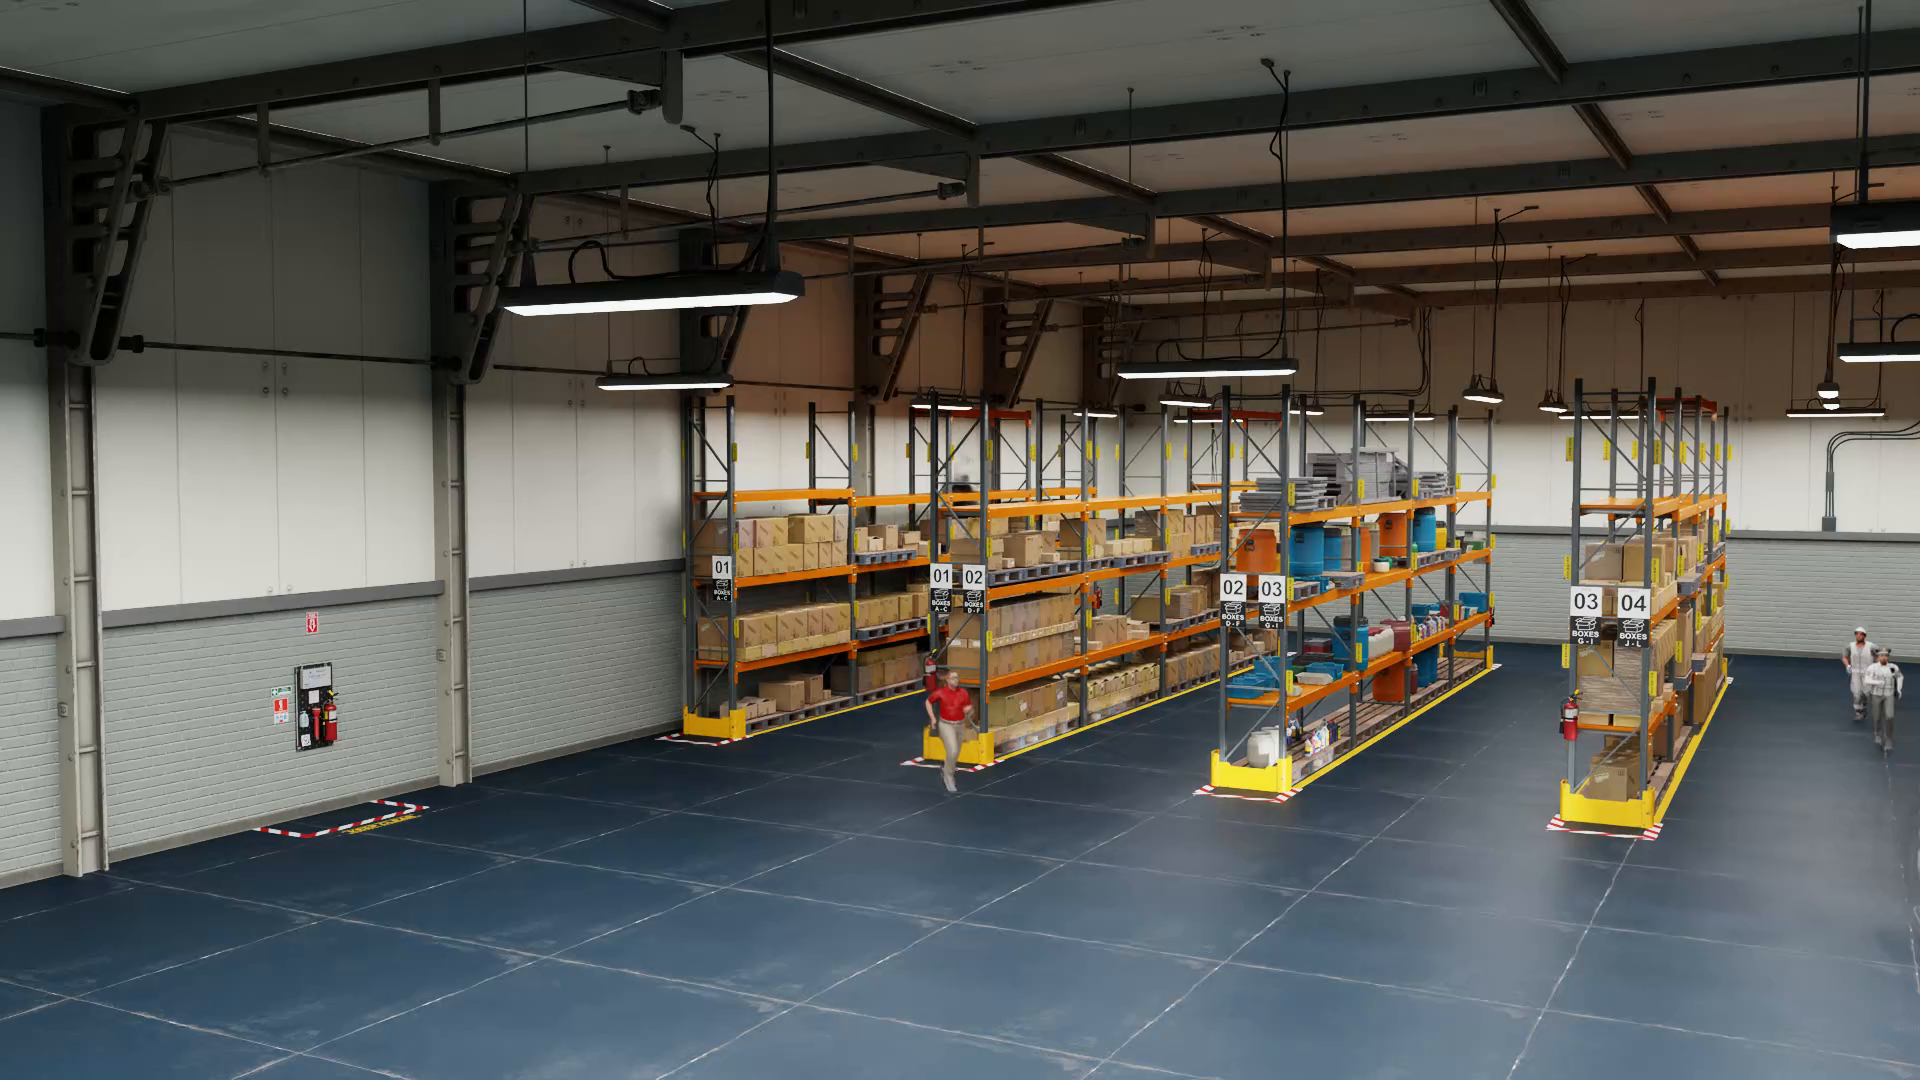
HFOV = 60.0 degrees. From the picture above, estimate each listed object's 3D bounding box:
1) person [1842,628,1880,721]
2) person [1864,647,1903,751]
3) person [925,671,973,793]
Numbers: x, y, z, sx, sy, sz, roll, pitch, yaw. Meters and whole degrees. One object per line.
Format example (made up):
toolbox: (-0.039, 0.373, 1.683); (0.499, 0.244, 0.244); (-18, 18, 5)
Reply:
person: (16.747, 2.503, 30.906); (0.669, 1.742, 0.519); (2, 4, 36)
person: (15.613, 2.673, 28.115); (0.577, 1.744, 0.743); (2, 3, 28)
person: (-0.113, 2.846, 24.760); (0.637, 1.794, 0.749); (-2, 4, -32)
